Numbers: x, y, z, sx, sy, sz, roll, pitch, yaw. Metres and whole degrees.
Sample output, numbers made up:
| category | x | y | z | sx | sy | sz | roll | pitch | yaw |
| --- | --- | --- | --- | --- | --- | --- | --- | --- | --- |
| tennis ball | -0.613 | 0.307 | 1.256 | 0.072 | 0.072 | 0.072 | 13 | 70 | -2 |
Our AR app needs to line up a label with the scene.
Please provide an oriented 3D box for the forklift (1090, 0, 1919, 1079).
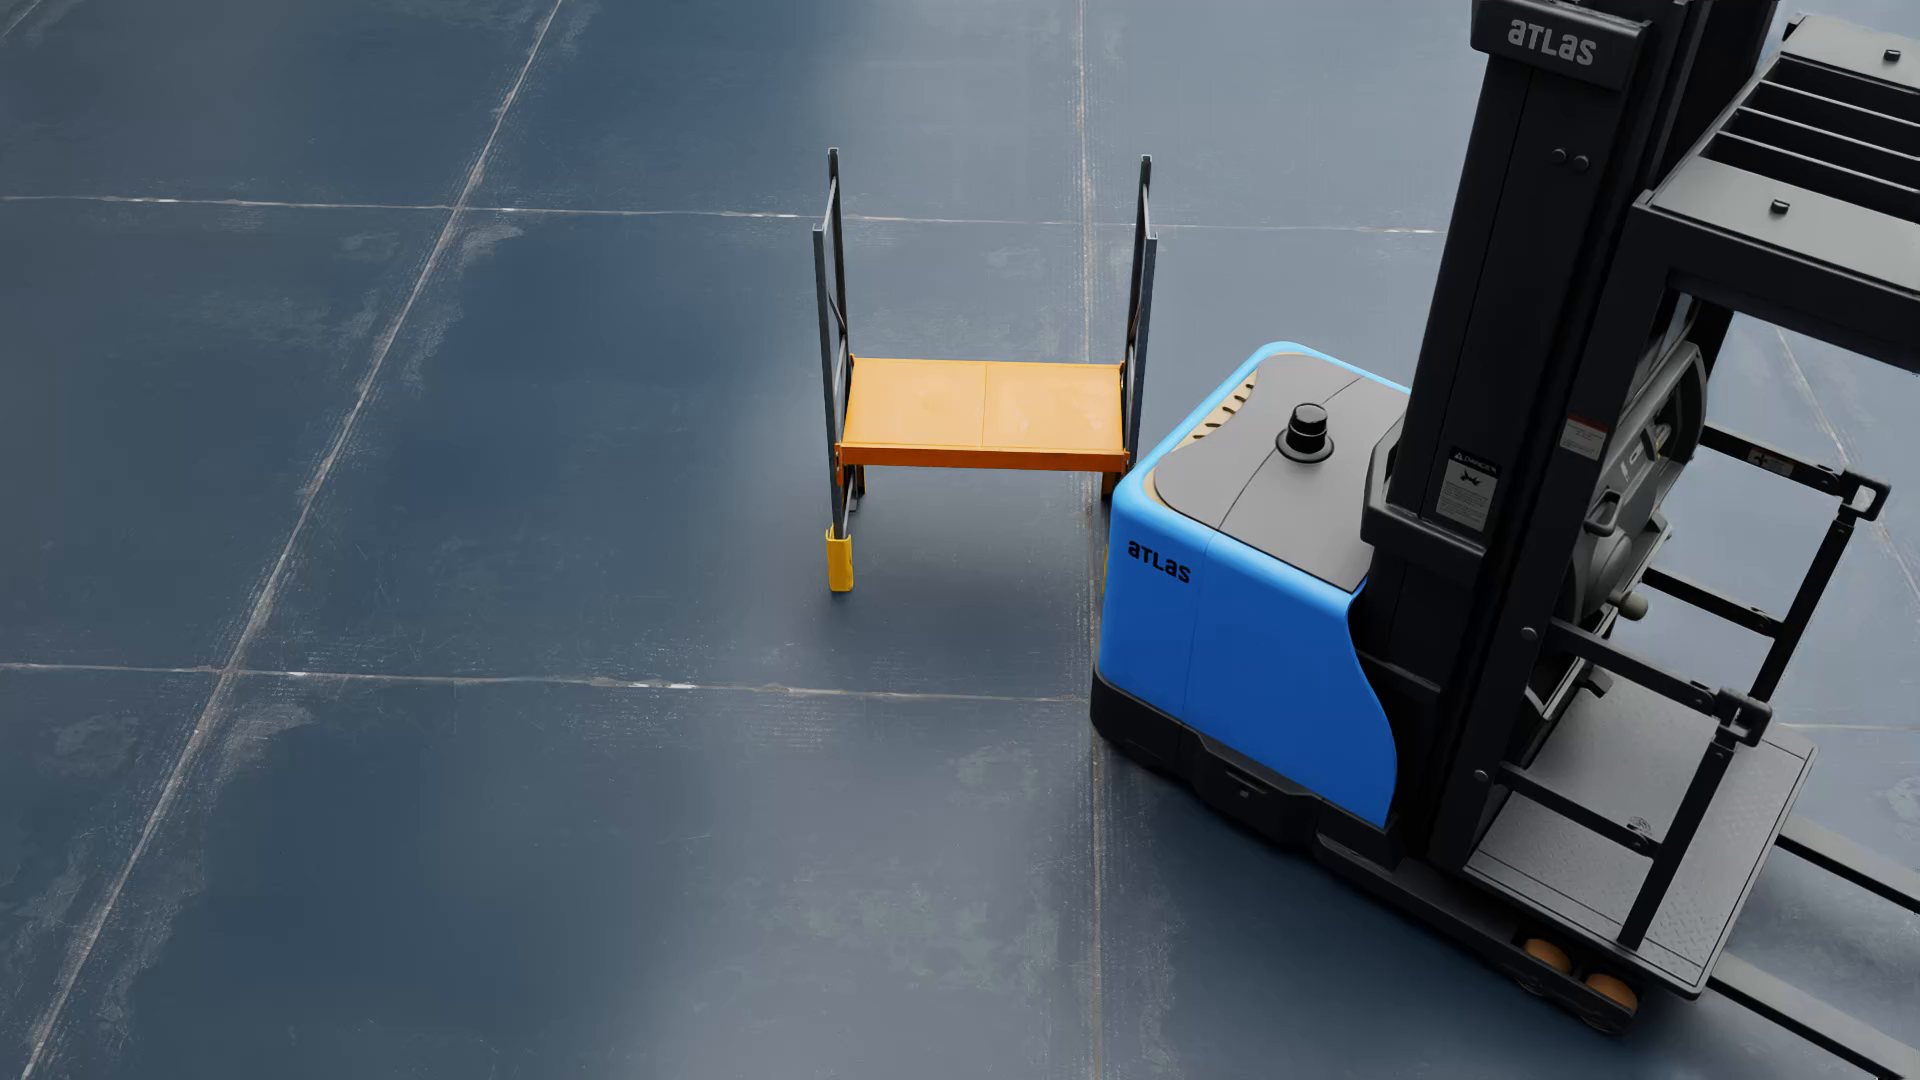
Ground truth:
| category | x | y | z | sx | sy | sz | roll | pitch | yaw |
| --- | --- | --- | --- | --- | --- | --- | --- | --- | --- |
| forklift | 1.912 | -0.087 | 4.193 | 3.031 | 2.935 | 1.130 | 27 | 49 | 26 |

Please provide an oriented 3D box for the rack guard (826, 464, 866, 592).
| category | x | y | z | sx | sy | sz | roll | pitch | yaw |
| --- | --- | --- | --- | --- | --- | --- | --- | --- | --- |
| rack guard | -0.421 | -0.104 | 6.179 | 0.087 | 0.250 | 0.587 | 2 | 43 | 2 |

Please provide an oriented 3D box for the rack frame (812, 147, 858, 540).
| category | x | y | z | sx | sy | sz | roll | pitch | yaw |
| --- | --- | --- | --- | --- | --- | --- | --- | --- | --- |
| rack frame | -0.423 | -0.562 | 5.753 | 0.032 | 1.500 | 0.500 | 2 | 43 | 2 |

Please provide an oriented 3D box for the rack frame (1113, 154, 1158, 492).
| category | x | y | z | sx | sy | sz | roll | pitch | yaw |
| --- | --- | --- | --- | --- | --- | --- | --- | --- | --- |
| rack frame | 0.593 | -0.531 | 5.719 | 0.032 | 1.500 | 0.500 | 2 | 43 | 2 |

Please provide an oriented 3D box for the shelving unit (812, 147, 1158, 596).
| category | x | y | z | sx | sy | sz | roll | pitch | yaw |
| --- | --- | --- | --- | --- | --- | --- | --- | --- | --- |
| shelving unit | 0.076 | -0.546 | 5.736 | 1.083 | 1.500 | 0.587 | 2 | 43 | 2 |

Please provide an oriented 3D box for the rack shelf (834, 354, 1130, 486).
| category | x | y | z | sx | sy | sz | roll | pitch | yaw |
| --- | --- | --- | --- | --- | --- | --- | --- | --- | --- |
| rack shelf | 0.085 | -0.415 | 5.859 | 1.000 | 0.185 | 0.538 | 2 | 43 | 2 |

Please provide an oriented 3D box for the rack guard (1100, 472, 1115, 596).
| category | x | y | z | sx | sy | sz | roll | pitch | yaw |
| --- | --- | --- | --- | --- | --- | --- | --- | --- | --- |
| rack guard | 0.574 | -0.074 | 6.146 | 0.087 | 0.250 | 0.587 | 2 | 43 | 2 |
